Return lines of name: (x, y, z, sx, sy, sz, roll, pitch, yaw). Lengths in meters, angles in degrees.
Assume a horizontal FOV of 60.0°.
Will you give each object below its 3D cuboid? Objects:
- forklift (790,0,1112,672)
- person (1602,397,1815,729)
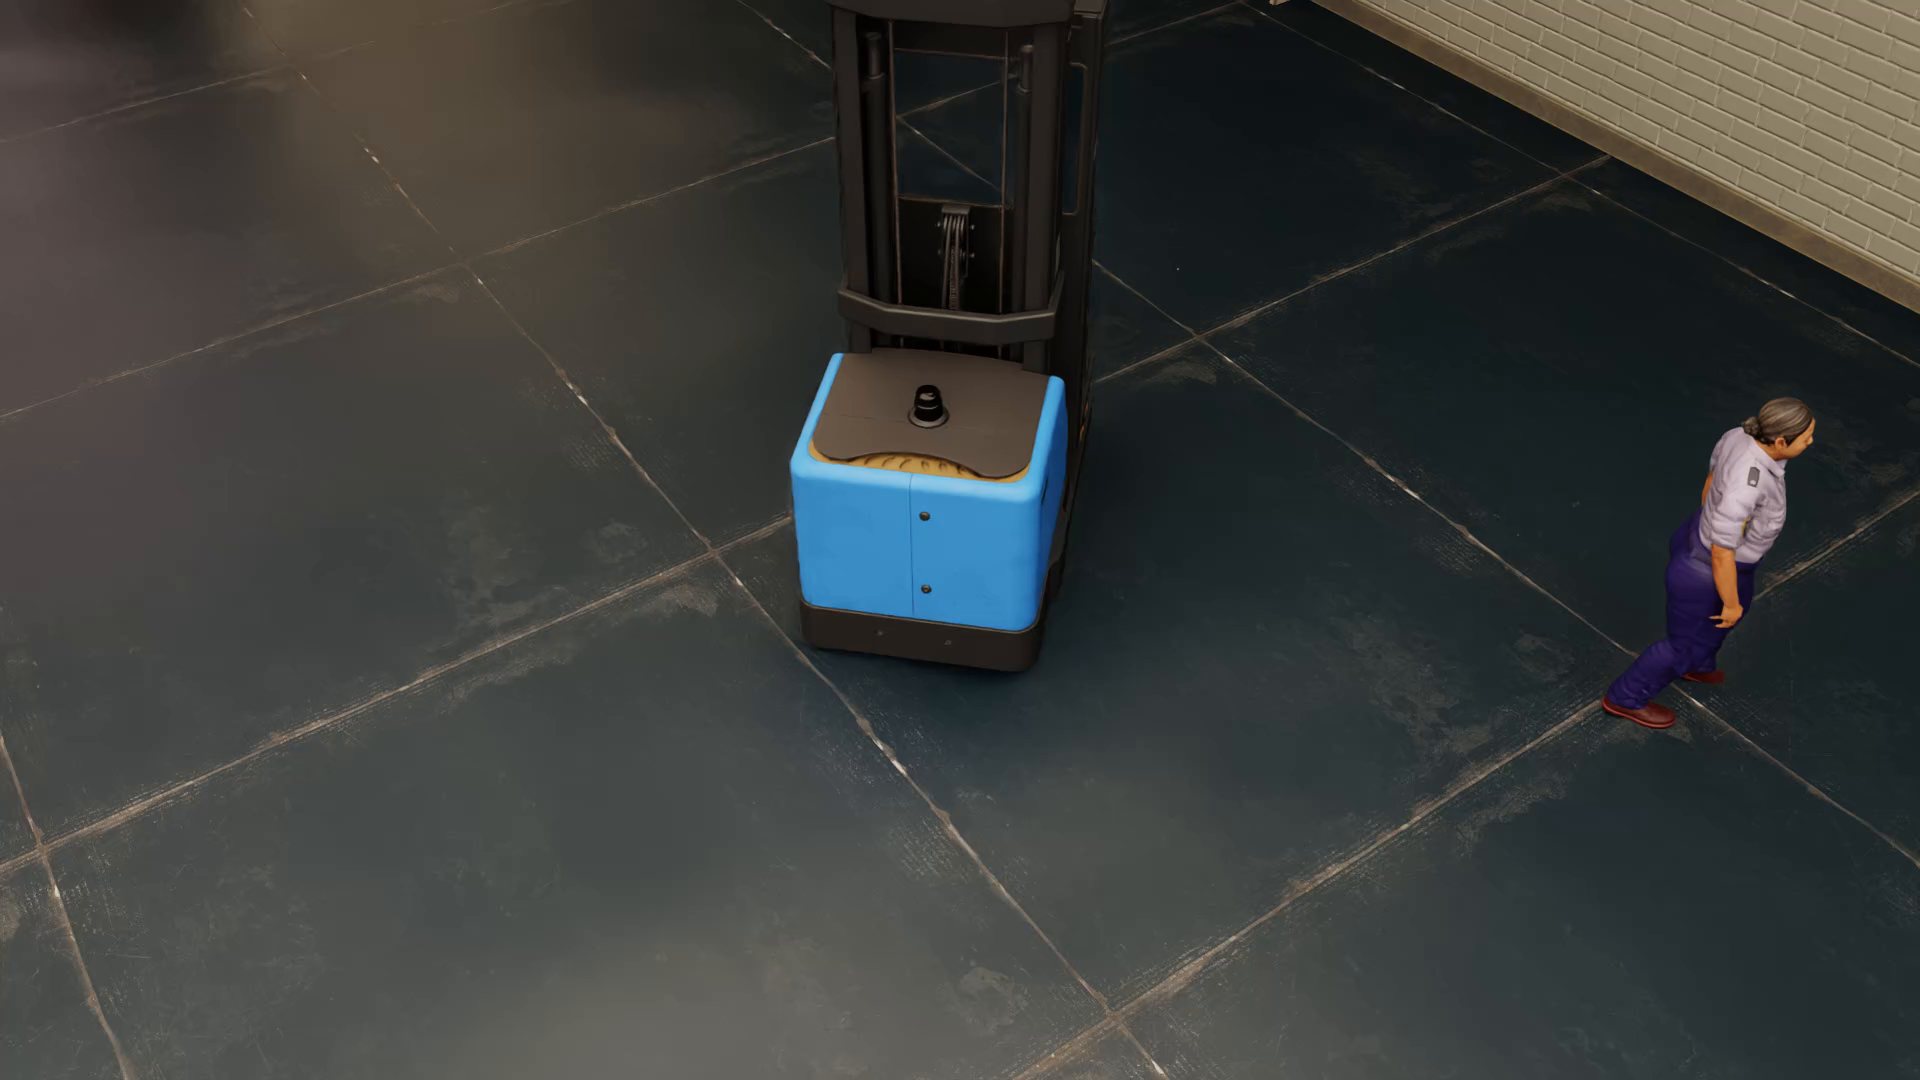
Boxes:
forklift: (0.067, -1.518, 7.363, 1.130, 2.935, 3.031, 7, 43, 7)
person: (3.029, 0.114, 6.590, 0.528, 1.687, 0.597, 15, 45, 15)
